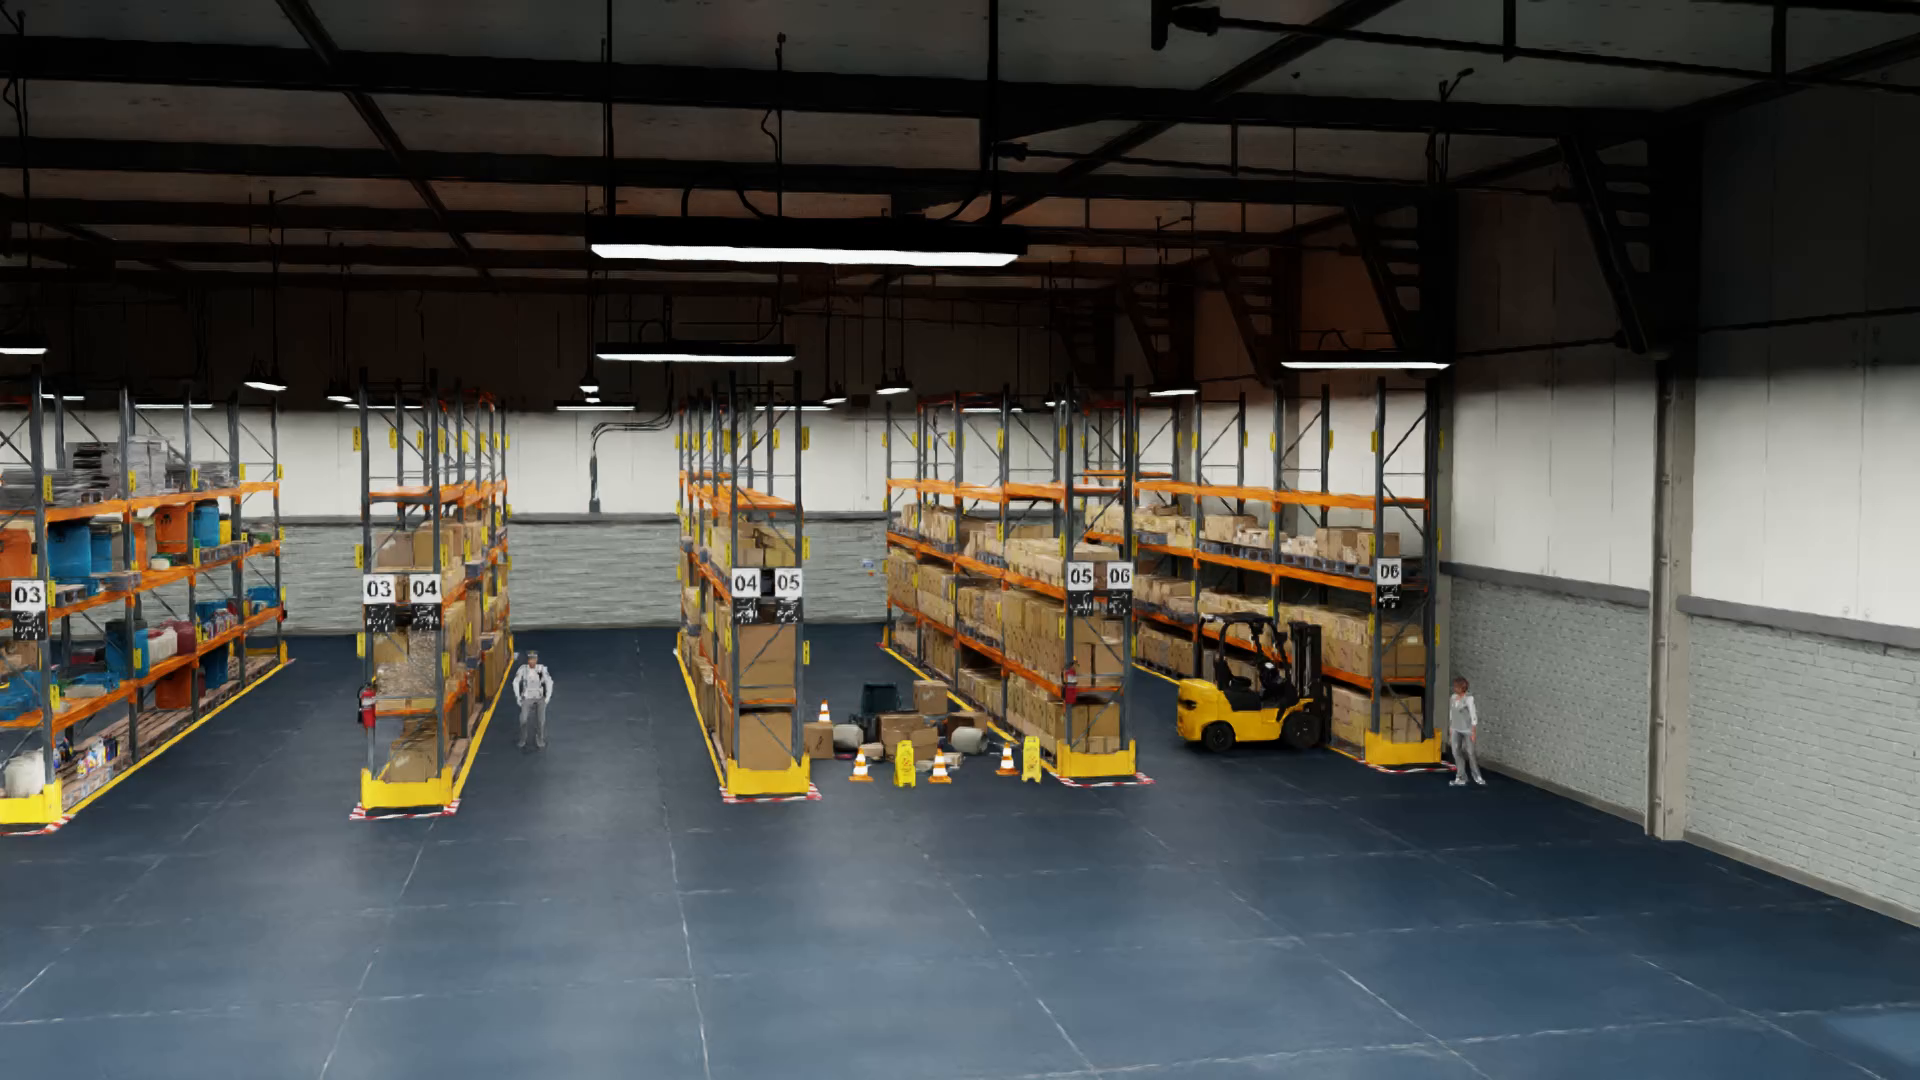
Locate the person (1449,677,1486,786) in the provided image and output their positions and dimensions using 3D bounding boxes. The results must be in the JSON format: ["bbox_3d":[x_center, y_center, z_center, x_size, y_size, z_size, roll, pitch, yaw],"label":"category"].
[{"bbox_3d":[7.372,2.775,24.198,0.483,1.587,0.513,-3,4,-37],"label":"person"}]

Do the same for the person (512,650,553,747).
[{"bbox_3d":[-6.975,2.580,27.154,0.639,1.628,0.506,-1,4,-14],"label":"person"}]
